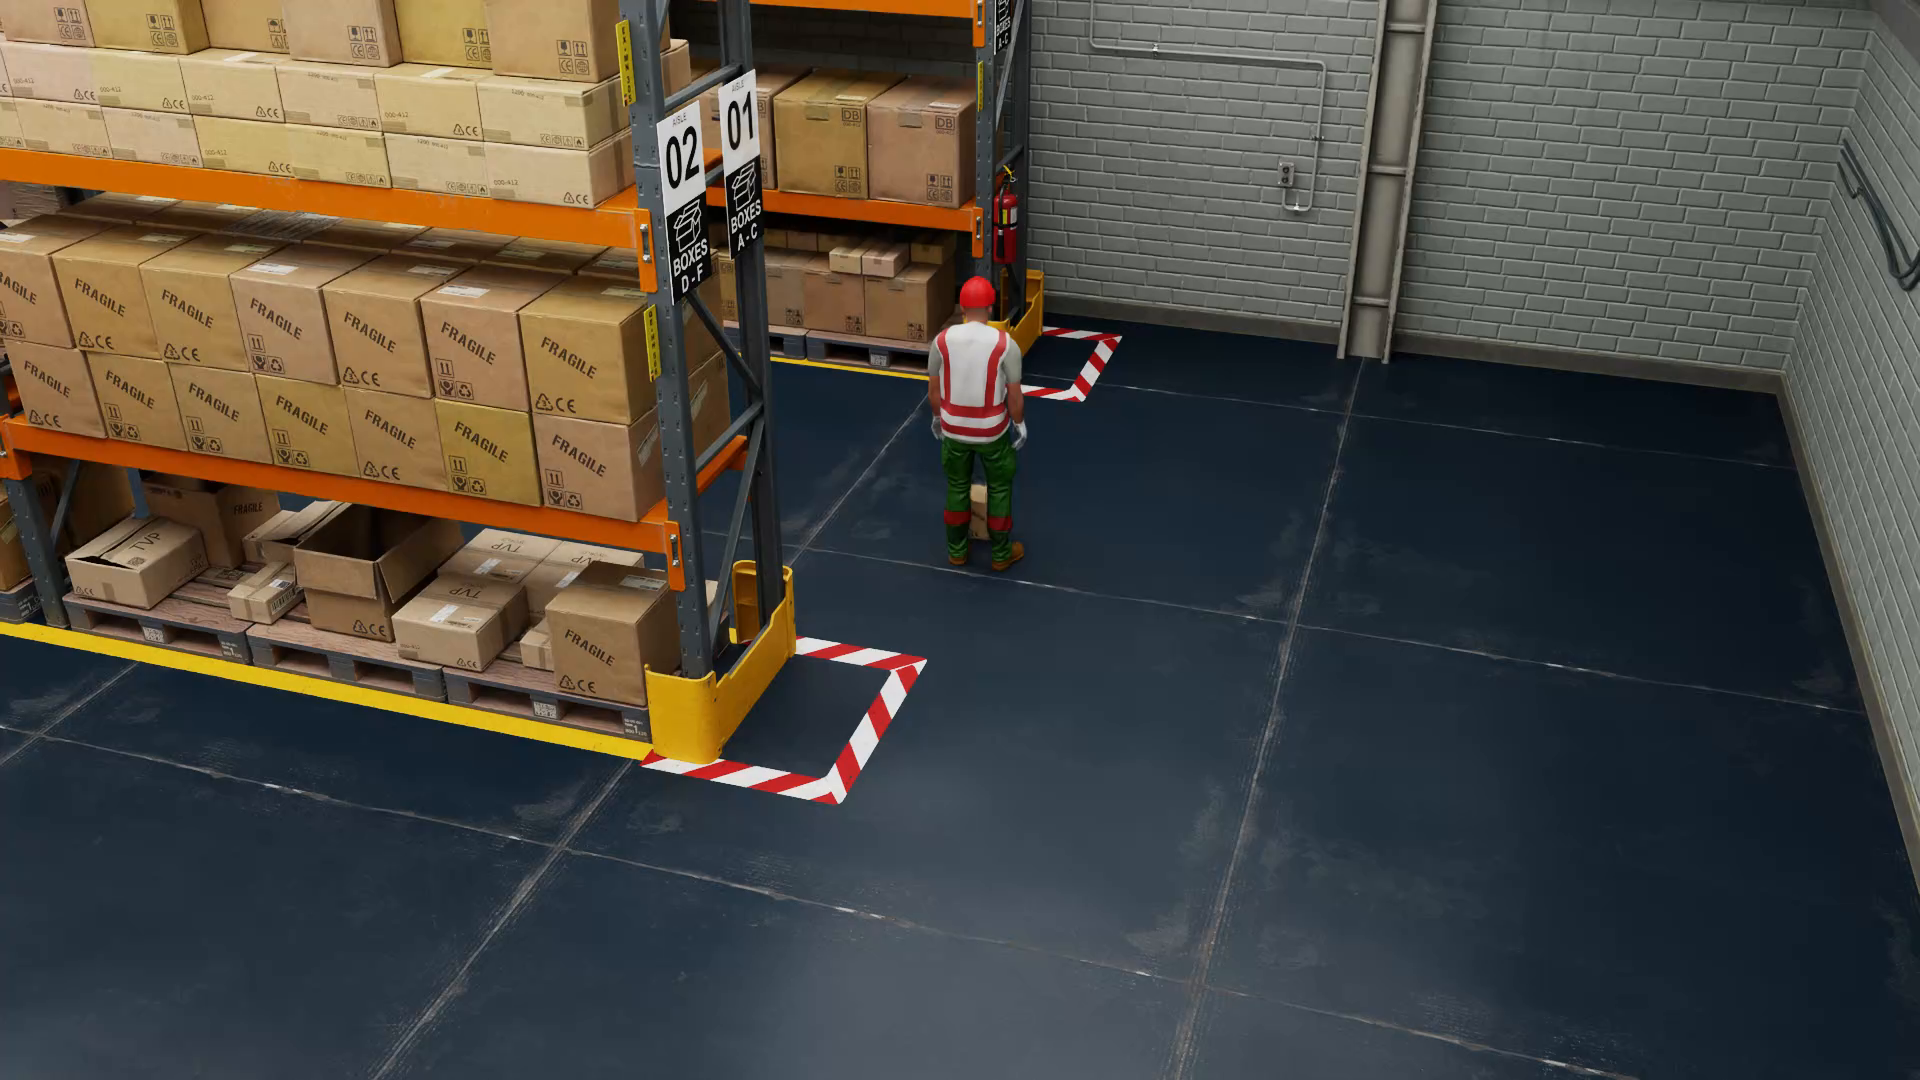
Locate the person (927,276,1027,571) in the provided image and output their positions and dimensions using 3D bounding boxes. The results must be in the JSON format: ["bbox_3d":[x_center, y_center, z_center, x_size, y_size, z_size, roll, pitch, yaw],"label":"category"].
[{"bbox_3d":[0.103,-0.662,9.691,0.574,1.781,0.438,8,30,13],"label":"person"}]
